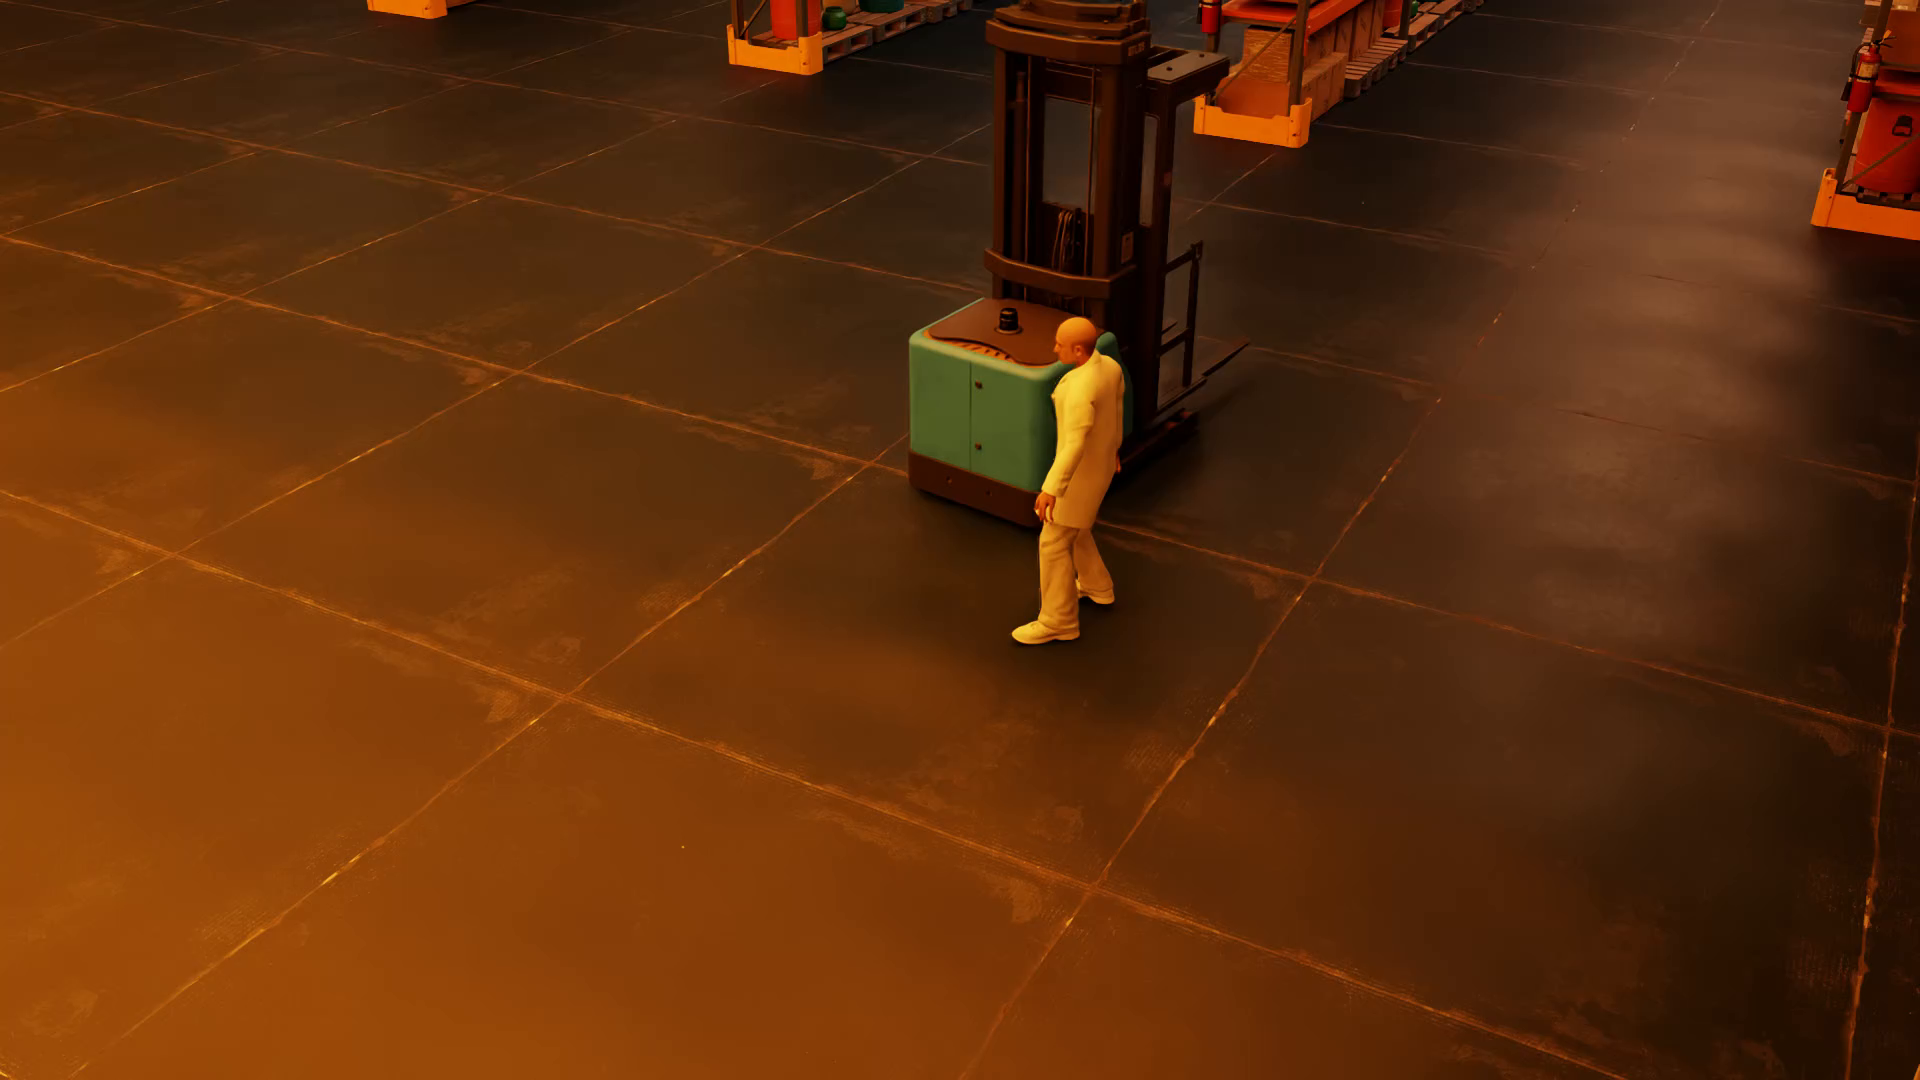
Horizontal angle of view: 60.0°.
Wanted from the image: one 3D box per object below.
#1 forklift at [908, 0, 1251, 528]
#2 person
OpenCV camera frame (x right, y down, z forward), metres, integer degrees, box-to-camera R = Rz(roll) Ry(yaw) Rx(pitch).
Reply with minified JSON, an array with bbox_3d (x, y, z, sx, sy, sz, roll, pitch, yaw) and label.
[{"bbox_3d":[0.951,-2.024,10.578,1.130,2.935,3.031,20,36,31],"label":"forklift"},{"bbox_3d":[0.624,-0.361,8.879,0.436,1.750,0.864,11,32,18],"label":"person"}]
